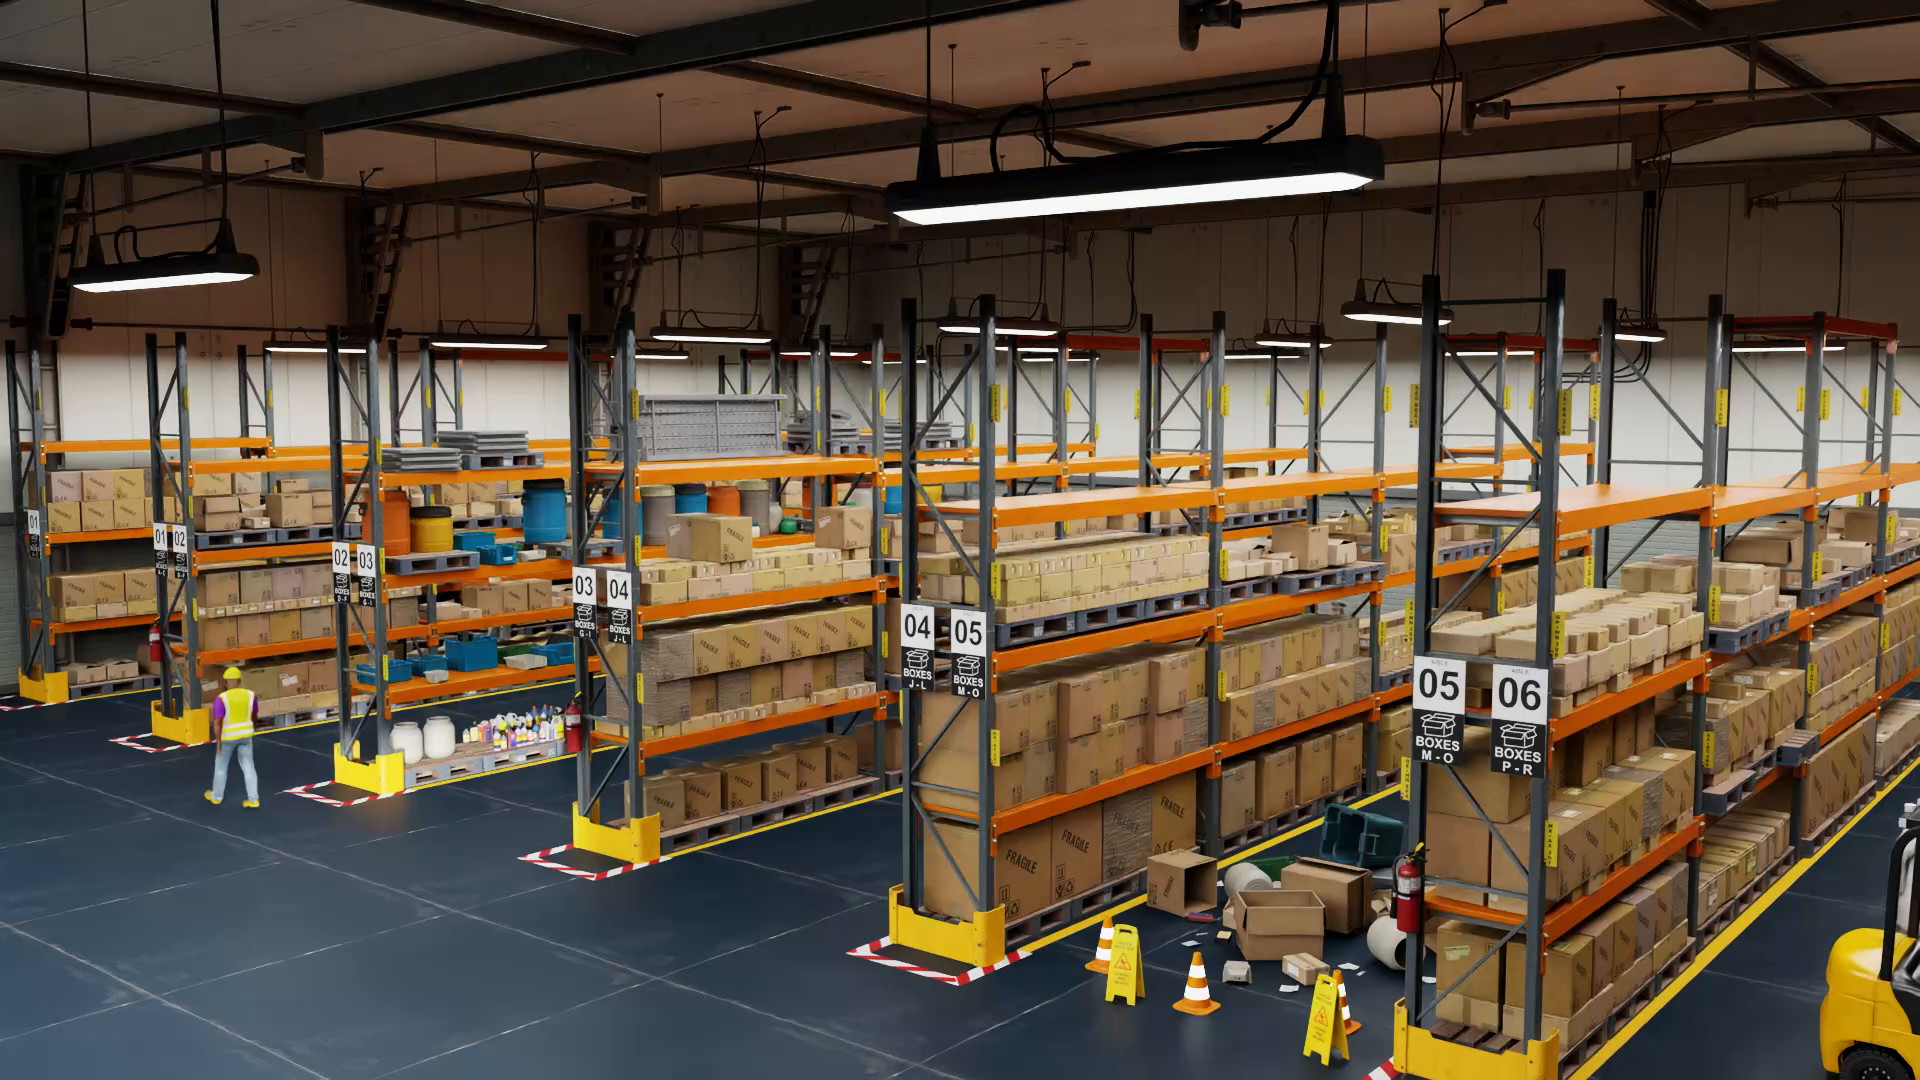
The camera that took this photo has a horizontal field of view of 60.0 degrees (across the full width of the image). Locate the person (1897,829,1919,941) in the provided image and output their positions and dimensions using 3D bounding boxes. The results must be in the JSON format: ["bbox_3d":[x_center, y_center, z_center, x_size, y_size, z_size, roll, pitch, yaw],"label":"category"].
[{"bbox_3d":[8.244,3.070,14.109,0.635,1.672,0.819,4,7,38],"label":"person"}]

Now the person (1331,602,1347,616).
[{"bbox_3d":[6.391,1.830,27.835,0.486,1.636,0.831,4,6,36],"label":"person"}]

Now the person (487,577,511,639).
[{"bbox_3d":[-8.548,1.501,31.076,0.647,1.762,0.689,3,6,28],"label":"person"}]

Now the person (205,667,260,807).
[{"bbox_3d":[-9.021,2.442,20.679,0.568,1.742,0.908,-4,7,-40],"label":"person"}]
